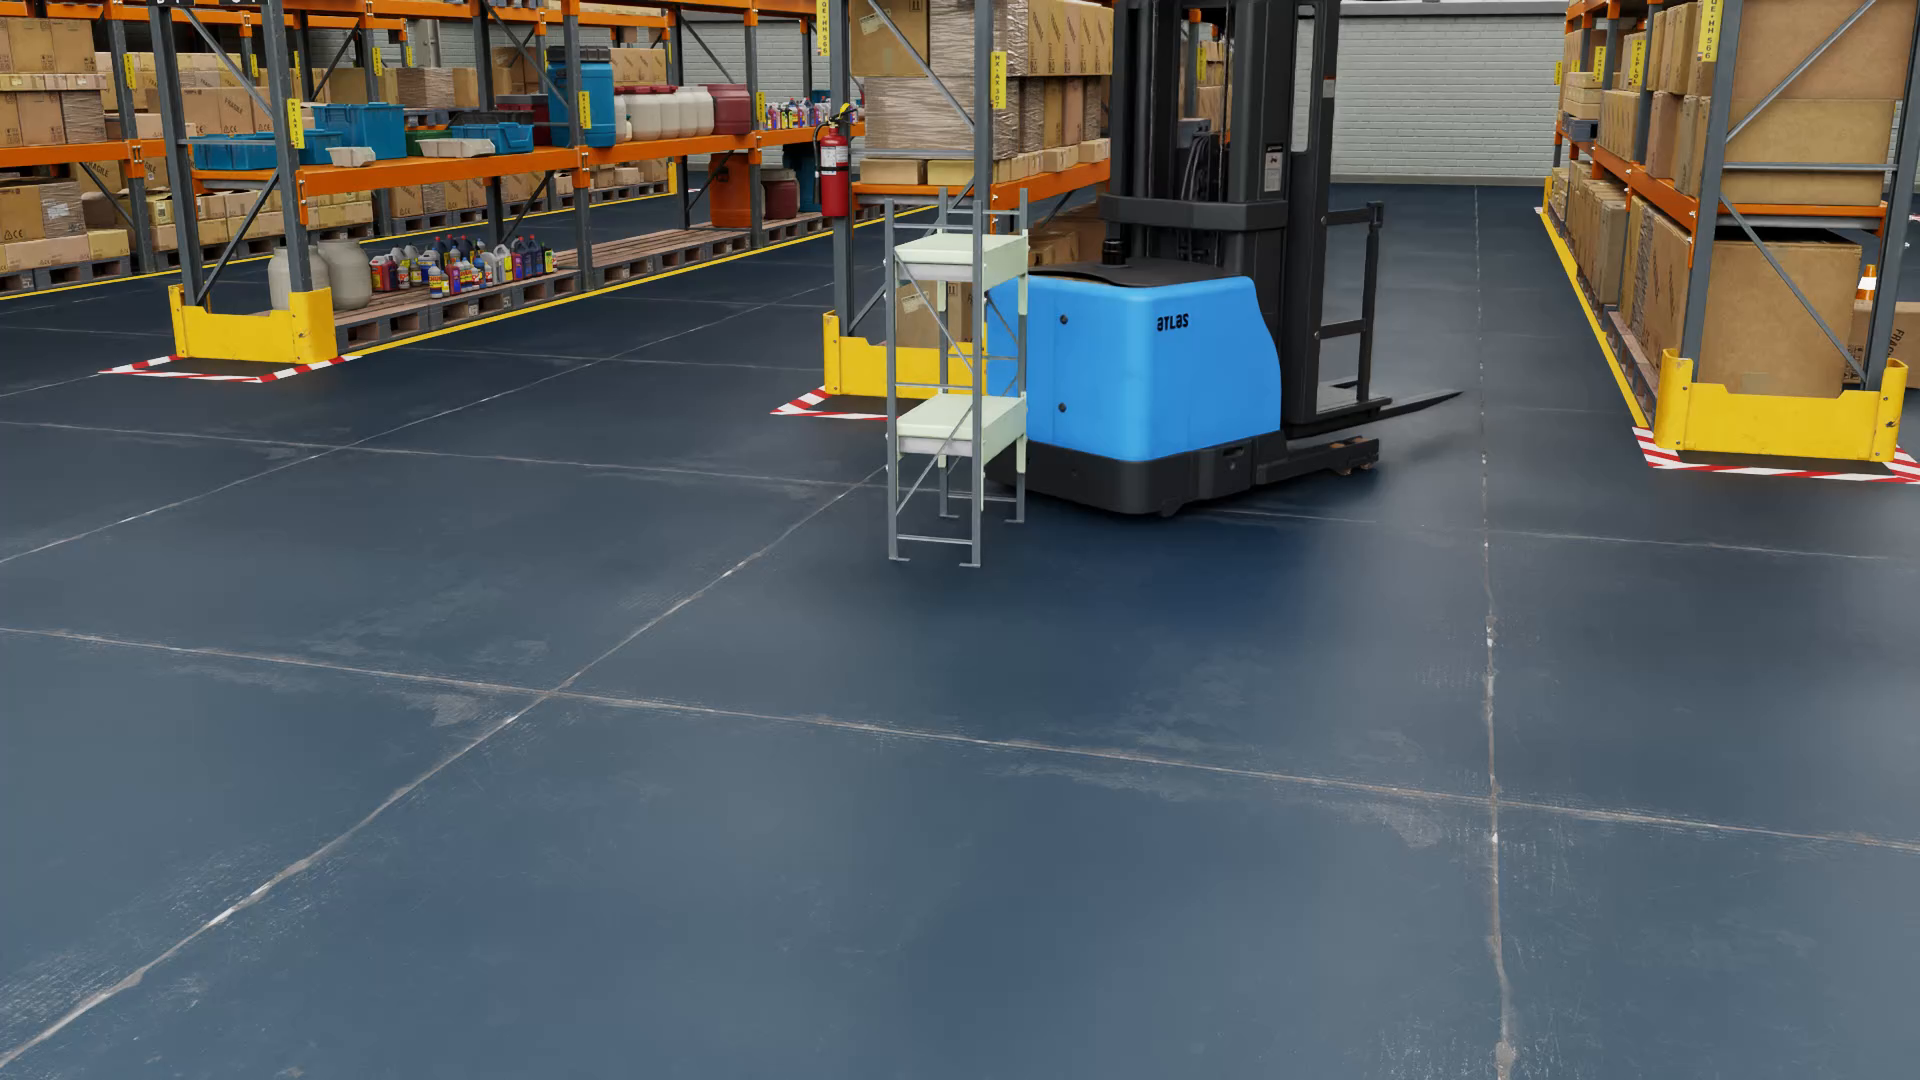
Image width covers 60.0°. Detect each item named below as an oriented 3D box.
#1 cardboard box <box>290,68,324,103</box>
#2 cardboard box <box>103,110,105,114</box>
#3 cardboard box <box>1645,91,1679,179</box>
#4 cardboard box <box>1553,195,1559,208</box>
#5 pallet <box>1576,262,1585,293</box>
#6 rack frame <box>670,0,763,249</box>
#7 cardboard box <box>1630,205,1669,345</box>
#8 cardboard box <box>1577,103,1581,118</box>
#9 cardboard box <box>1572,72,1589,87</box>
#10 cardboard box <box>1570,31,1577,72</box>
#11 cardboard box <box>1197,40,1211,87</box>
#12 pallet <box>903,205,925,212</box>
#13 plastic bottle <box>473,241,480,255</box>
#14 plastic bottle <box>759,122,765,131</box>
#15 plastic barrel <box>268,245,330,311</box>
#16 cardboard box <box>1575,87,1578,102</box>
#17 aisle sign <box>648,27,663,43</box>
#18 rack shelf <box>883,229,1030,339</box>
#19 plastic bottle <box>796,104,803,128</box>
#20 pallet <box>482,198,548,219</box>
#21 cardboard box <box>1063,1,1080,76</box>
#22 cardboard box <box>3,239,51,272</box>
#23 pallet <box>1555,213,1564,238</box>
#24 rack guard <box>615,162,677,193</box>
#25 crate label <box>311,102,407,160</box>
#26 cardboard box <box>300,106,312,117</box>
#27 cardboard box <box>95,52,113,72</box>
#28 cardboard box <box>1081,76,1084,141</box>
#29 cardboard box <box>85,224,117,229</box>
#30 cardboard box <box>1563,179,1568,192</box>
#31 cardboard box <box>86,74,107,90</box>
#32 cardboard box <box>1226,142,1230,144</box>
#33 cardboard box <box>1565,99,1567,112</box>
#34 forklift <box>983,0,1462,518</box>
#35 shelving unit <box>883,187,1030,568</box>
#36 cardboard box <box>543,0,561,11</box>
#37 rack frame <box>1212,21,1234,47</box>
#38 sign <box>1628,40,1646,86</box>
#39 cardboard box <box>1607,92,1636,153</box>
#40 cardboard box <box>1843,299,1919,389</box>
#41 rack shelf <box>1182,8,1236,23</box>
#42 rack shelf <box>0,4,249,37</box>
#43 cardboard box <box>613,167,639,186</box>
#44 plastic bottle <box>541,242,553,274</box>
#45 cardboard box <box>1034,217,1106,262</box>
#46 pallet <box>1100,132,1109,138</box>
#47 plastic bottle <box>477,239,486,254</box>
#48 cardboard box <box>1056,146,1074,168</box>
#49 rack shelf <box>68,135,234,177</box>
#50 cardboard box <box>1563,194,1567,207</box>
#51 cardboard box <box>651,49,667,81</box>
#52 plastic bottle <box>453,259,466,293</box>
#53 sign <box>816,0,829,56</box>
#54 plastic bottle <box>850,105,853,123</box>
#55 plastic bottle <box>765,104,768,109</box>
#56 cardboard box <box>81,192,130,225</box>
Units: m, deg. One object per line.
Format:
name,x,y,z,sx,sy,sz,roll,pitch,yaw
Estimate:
cardboard box,-10.750,-7.126,26.405,0.980,0.700,0.700,4,16,14
cardboard box,-11.717,-5.689,22.312,0.380,0.149,0.250,5,17,18
cardboard box,5.074,-2.691,11.044,0.875,0.550,0.550,5,16,16
cardboard box,8.149,-4.520,22.224,0.380,0.149,0.250,4,16,13
pallet,6.408,-2.498,15.750,1.003,0.211,1.213,5,16,16
rack frame,-2.771,-4.835,18.880,1.000,3.000,0.127,5,16,16
cardboard box,5.070,-1.778,11.226,0.875,0.875,0.875,5,17,16
cardboard box,6.477,-4.351,16.863,0.380,0.149,0.250,5,16,16
cardboard box,6.922,-5.048,18.231,0.380,0.149,0.250,5,17,18
cardboard box,7.858,-6.039,20.561,0.500,0.500,0.500,4,16,14
cardboard box,2.389,-5.342,18.646,0.797,0.503,0.637,5,17,17
pallet,-1.117,-5.056,24.768,1.003,0.211,1.213,5,16,16
plastic bottle,-4.382,-2.550,14.993,0.061,0.283,0.133,5,16,16
plastic bottle,-2.338,-4.864,19.208,0.152,0.276,0.135,5,16,16
plastic barrel,-4.930,-1.926,12.411,0.421,0.512,0.421,0,16,0
cardboard box,6.700,-4.698,17.543,0.380,0.149,0.250,5,16,15
aisle sign,-4.932,-8.558,27.241,0.394,0.787,0.004,5,16,16
rack shelf,-0.002,-1.095,7.012,0.431,0.370,0.720,5,16,16
plastic bottle,-1.966,-5.166,20.260,0.061,0.283,0.133,5,16,16
pallet,-6.577,-4.710,23.547,1.003,0.211,1.213,5,16,16
cardboard box,0.548,-3.546,11.773,0.500,0.500,0.500,5,16,16
cardboard box,-8.857,-2.653,15.455,0.500,0.250,0.500,5,16,16
pallet,7.998,-3.924,20.776,1.003,0.211,1.213,5,16,16
rack guard,-5.267,-6.091,27.888,1.175,0.500,0.348,5,16,16
crate label,-4.780,-3.262,13.268,0.502,0.435,0.616,5,16,16
cardboard box,-7.959,-4.959,19.478,0.500,0.311,0.500,4,16,15
cardboard box,-11.741,-6.405,22.273,0.500,0.250,0.500,4,16,15
cardboard box,0.478,-3.355,12.932,0.875,0.500,0.500,5,16,16
cardboard box,-8.816,-3.184,17.328,0.500,0.250,0.500,4,16,15
cardboard box,7.791,-4.452,20.894,0.380,0.149,0.250,4,16,15
cardboard box,-8.527,-4.446,16.137,0.380,0.149,0.250,5,16,16
cardboard box,3.379,-4.844,22.035,0.875,0.875,0.875,5,16,16
cardboard box,7.215,-5.027,19.248,0.380,0.149,0.250,5,17,17
forklift,1.535,-1.830,8.408,3.031,2.935,1.130,-14,21,-41
shelving unit,-0.002,-0.720,7.119,0.431,1.500,0.755,5,16,16
cardboard box,-6.007,-7.746,23.919,0.500,0.250,0.500,5,16,16
rack frame,4.251,-6.544,24.905,1.000,3.000,0.127,5,16,16
sign,5.045,-3.552,12.379,0.100,0.325,0.005,5,16,16
cardboard box,5.889,-3.596,14.329,0.500,0.500,0.500,4,16,15
cardboard box,6.111,-1.307,11.015,0.500,0.500,0.500,8,18,25
rack shelf,2.546,-6.072,19.059,1.077,0.370,4.000,5,16,16
rack shelf,-11.701,-7.224,23.122,1.077,0.370,4.000,5,16,16
cardboard box,-5.462,-5.795,26.495,0.500,0.250,0.500,5,16,16
plastic bottle,-3.728,-2.542,14.967,0.061,0.283,0.133,5,17,19
cardboard box,1.036,-2.573,14.678,0.700,0.500,0.500,3,16,12
pallet,1.198,-3.501,14.528,1.003,0.211,1.213,5,16,16
plastic bottle,-4.418,-2.639,15.329,0.097,0.271,0.097,0,16,0
cardboard box,0.622,-2.814,12.212,0.380,0.149,0.250,5,16,16
rack shelf,-8.087,-4.351,18.491,1.077,0.370,4.000,5,16,16
cardboard box,7.626,-4.167,20.435,0.380,0.149,0.250,5,17,17
cardboard box,-5.108,-7.705,26.981,0.500,0.500,0.500,4,16,15
plastic bottle,-4.133,-2.181,13.716,0.097,0.271,0.097,0,16,0
sign,-0.822,-3.116,10.116,0.100,0.325,0.005,5,16,16
plastic bottle,-1.458,-5.633,21.908,0.061,0.283,0.133,5,16,16
plastic bottle,-2.436,-5.335,20.878,0.097,0.271,0.097,0,16,0
cardboard box,-8.815,-3.451,17.241,0.500,0.311,0.500,5,16,16
